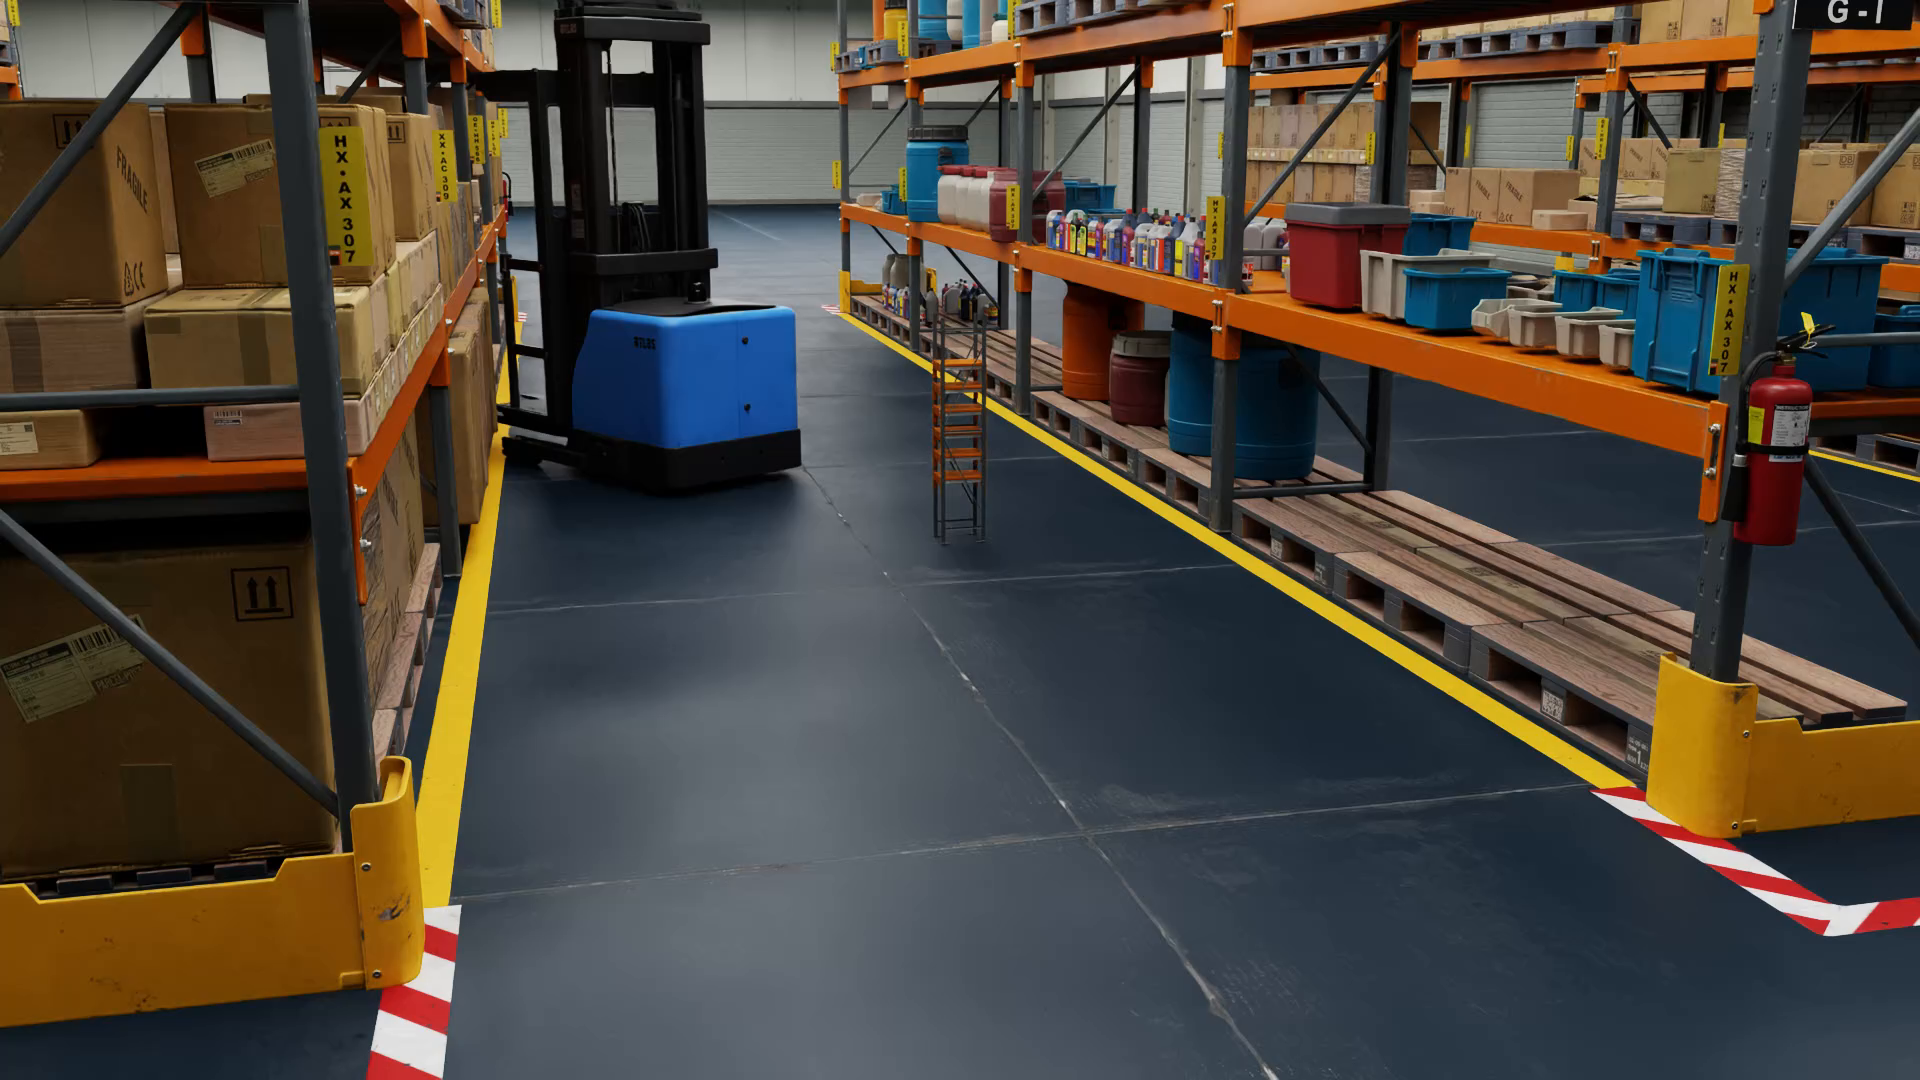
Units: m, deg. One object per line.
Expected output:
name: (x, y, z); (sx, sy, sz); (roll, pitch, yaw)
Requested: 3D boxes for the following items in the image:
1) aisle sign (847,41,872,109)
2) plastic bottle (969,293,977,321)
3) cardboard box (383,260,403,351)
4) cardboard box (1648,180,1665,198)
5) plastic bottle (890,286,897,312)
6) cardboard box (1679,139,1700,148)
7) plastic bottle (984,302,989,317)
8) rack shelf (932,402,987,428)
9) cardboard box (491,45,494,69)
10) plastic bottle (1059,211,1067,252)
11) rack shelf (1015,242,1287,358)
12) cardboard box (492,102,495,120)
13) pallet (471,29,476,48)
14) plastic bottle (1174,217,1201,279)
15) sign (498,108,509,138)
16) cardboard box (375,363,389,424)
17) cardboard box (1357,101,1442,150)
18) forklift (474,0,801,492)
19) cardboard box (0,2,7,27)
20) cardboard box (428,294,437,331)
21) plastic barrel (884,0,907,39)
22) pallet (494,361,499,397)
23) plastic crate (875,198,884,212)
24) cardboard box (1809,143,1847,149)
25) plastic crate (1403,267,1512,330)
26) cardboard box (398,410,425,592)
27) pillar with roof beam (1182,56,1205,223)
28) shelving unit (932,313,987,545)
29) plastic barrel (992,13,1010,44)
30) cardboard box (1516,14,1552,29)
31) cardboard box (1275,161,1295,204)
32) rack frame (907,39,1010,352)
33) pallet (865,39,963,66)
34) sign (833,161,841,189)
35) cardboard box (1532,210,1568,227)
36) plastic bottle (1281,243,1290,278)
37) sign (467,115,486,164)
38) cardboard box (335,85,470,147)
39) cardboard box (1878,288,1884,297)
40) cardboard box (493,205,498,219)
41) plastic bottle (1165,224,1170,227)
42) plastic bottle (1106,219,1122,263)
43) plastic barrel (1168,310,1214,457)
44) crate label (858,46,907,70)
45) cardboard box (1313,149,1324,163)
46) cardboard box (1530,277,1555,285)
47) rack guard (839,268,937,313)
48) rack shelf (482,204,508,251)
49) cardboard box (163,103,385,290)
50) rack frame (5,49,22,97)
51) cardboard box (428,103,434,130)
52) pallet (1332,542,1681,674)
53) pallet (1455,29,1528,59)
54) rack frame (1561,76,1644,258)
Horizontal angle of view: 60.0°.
aisle sign: (-1.249, -5.560, 19.888); (0.394, 0.787, 0.004); (-3, 14, -13)
plastic bottle: (0.137, -2.434, 17.364); (0.061, 0.283, 0.133); (-3, 14, -13)
cardboard box: (-2.098, -0.763, 5.420); (0.500, 0.250, 0.500); (-4, 14, -15)
cardboard box: (8.854, -4.302, 20.491); (0.500, 0.250, 0.500); (-3, 14, -13)
plastic bottle: (-0.721, -2.648, 18.266); (0.097, 0.271, 0.097); (0, 14, 0)
cardboard box: (8.979, -4.551, 19.929); (0.500, 0.500, 0.500); (-4, 14, -15)
plastic bottle: (0.295, -2.374, 17.292); (0.097, 0.201, 0.097); (0, 14, 0)
rack shelf: (-0.003, -0.660, 8.780); (0.258, 0.103, 0.180); (-3, 14, -13)
cardboard box: (-5.282, -5.193, 17.860); (0.500, 0.250, 0.500); (-3, 14, -13)
plastic bottle: (0.751, -2.199, 11.852); (0.061, 0.283, 0.133); (-3, 14, -13)
rack shelf: (1.401, -1.641, 10.839); (1.077, 0.370, 4.000); (-3, 14, -13)
cardboard box: (-5.155, -4.356, 17.493); (0.500, 0.500, 0.500); (-3, 14, -13)
pallet: (-4.535, -4.077, 13.369); (1.213, 0.211, 1.003); (-3, 14, -13)
plastic bottle: (1.337, -1.699, 9.664); (0.144, 0.351, 0.185); (-3, 14, -13)
sign: (-5.218, -4.763, 18.999); (0.100, 0.325, 0.005); (-3, 14, -13)
cardboard box: (-1.889, -0.426, 4.882); (0.380, 0.149, 0.250); (-4, 14, -15)
cardboard box: (4.697, -4.430, 17.797); (0.700, 0.500, 0.500); (-3, 14, -13)
forklift: (-2.408, -1.993, 10.907); (3.031, 2.935, 1.130); (13, 19, 43)
cardboard box: (-10.221, -5.452, 17.196); (0.500, 0.250, 0.500); (-3, 14, -12)
cardboard box: (-2.433, -0.960, 7.066); (0.380, 0.149, 0.250); (-4, 14, -14)
plastic barrel: (-0.557, -5.794, 18.720); (0.600, 0.588, 0.600); (0, 14, 0)
pallet: (-4.348, -1.282, 13.731); (1.003, 0.211, 1.213); (-3, 14, -13)
plastic crate: (-0.636, -3.607, 17.926); (0.530, 0.136, 0.437); (-3, 14, -13)
cardboard box: (9.708, -4.070, 18.127); (0.700, 0.500, 0.500); (-3, 14, -13)
plastic crate: (2.078, -1.013, 6.981); (0.416, 0.233, 0.300); (-3, 14, -13)
cardboard box: (-2.867, -0.268, 7.296); (0.875, 0.875, 0.875); (-3, 14, -13)
pillar with roof beam: (1.275, -11.563, 37.295); (9.100, 9.000, 0.400); (-3, 14, -13)
shelving unit: (-0.003, -0.586, 8.798); (0.258, 1.200, 0.189); (-3, 14, -13)
plastic barrel: (0.405, -4.122, 13.450); (0.301, 0.262, 0.301); (0, 14, 0)
cardboard box: (5.321, -4.669, 14.829); (0.500, 0.250, 0.500); (-4, 14, -14)
cardboard box: (4.204, -4.277, 19.902); (0.700, 0.500, 0.500); (-3, 14, -13)
rack frame: (-0.008, -3.374, 16.419); (1.000, 3.000, 0.127); (-3, 14, -13)
pallet: (-0.273, -4.901, 16.744); (1.213, 0.211, 1.003); (-3, 14, -13)
sign: (-1.484, -4.402, 20.042); (0.100, 0.325, 0.005); (-3, 14, -13)
cardboard box: (5.393, -2.896, 14.989); (0.380, 0.149, 0.250); (-2, 14, -9)
plastic bottle: (1.929, -1.634, 9.712); (0.097, 0.201, 0.097); (0, 14, 0)
sign: (-3.345, -2.770, 11.504); (0.100, 0.325, 0.005); (-3, 14, -13)
cardboard box: (-4.772, -3.403, 14.386); (1.000, 1.000, 1.000); (-3, 14, -13)
cardboard box: (9.981, -2.641, 17.756); (0.700, 0.500, 0.500); (-4, 14, -14)
cardboard box: (-4.799, -3.274, 16.538); (0.380, 0.149, 0.250); (-3, 14, -13)
plastic bottle: (1.290, -1.836, 10.392); (0.097, 0.271, 0.097); (0, 14, 0)
plastic bottle: (1.044, -1.954, 10.865); (0.152, 0.276, 0.135); (-3, 14, -13)
plastic barrel: (1.593, -1.003, 10.250); (0.600, 0.901, 0.708); (-3, 14, -13)
crate label: (-0.829, -5.232, 18.015); (0.502, 0.251, 0.408); (-3, 14, -13)
cardboard box: (4.238, -4.357, 18.864); (0.380, 0.149, 0.250); (-3, 14, -12)
cardboard box: (5.539, -2.362, 16.001); (0.500, 0.311, 0.500); (-3, 14, -14)
rack guard: (-0.884, -3.068, 20.431); (1.175, 0.500, 0.348); (-3, 14, -13)
rack shelf: (-5.292, -3.210, 17.263); (1.077, 0.370, 4.000); (-3, 14, -13)
cardboard box: (-1.972, -1.007, 4.838); (0.500, 0.500, 0.500); (-4, 14, -15)
rack frame: (-10.607, -3.768, 18.030); (1.000, 3.000, 0.127); (-3, 14, -13)
cardboard box: (-3.413, -2.237, 9.439); (0.797, 0.503, 0.637); (-3, 14, -11)
pallet: (2.371, 0.275, 7.356); (1.003, 0.211, 1.213); (-3, 14, -13)
pallet: (5.235, -4.502, 15.110); (1.003, 0.211, 1.213); (-3, 14, -11)
rack frame: (8.682, -4.849, 22.456); (1.000, 3.000, 0.127); (-3, 14, -13)
